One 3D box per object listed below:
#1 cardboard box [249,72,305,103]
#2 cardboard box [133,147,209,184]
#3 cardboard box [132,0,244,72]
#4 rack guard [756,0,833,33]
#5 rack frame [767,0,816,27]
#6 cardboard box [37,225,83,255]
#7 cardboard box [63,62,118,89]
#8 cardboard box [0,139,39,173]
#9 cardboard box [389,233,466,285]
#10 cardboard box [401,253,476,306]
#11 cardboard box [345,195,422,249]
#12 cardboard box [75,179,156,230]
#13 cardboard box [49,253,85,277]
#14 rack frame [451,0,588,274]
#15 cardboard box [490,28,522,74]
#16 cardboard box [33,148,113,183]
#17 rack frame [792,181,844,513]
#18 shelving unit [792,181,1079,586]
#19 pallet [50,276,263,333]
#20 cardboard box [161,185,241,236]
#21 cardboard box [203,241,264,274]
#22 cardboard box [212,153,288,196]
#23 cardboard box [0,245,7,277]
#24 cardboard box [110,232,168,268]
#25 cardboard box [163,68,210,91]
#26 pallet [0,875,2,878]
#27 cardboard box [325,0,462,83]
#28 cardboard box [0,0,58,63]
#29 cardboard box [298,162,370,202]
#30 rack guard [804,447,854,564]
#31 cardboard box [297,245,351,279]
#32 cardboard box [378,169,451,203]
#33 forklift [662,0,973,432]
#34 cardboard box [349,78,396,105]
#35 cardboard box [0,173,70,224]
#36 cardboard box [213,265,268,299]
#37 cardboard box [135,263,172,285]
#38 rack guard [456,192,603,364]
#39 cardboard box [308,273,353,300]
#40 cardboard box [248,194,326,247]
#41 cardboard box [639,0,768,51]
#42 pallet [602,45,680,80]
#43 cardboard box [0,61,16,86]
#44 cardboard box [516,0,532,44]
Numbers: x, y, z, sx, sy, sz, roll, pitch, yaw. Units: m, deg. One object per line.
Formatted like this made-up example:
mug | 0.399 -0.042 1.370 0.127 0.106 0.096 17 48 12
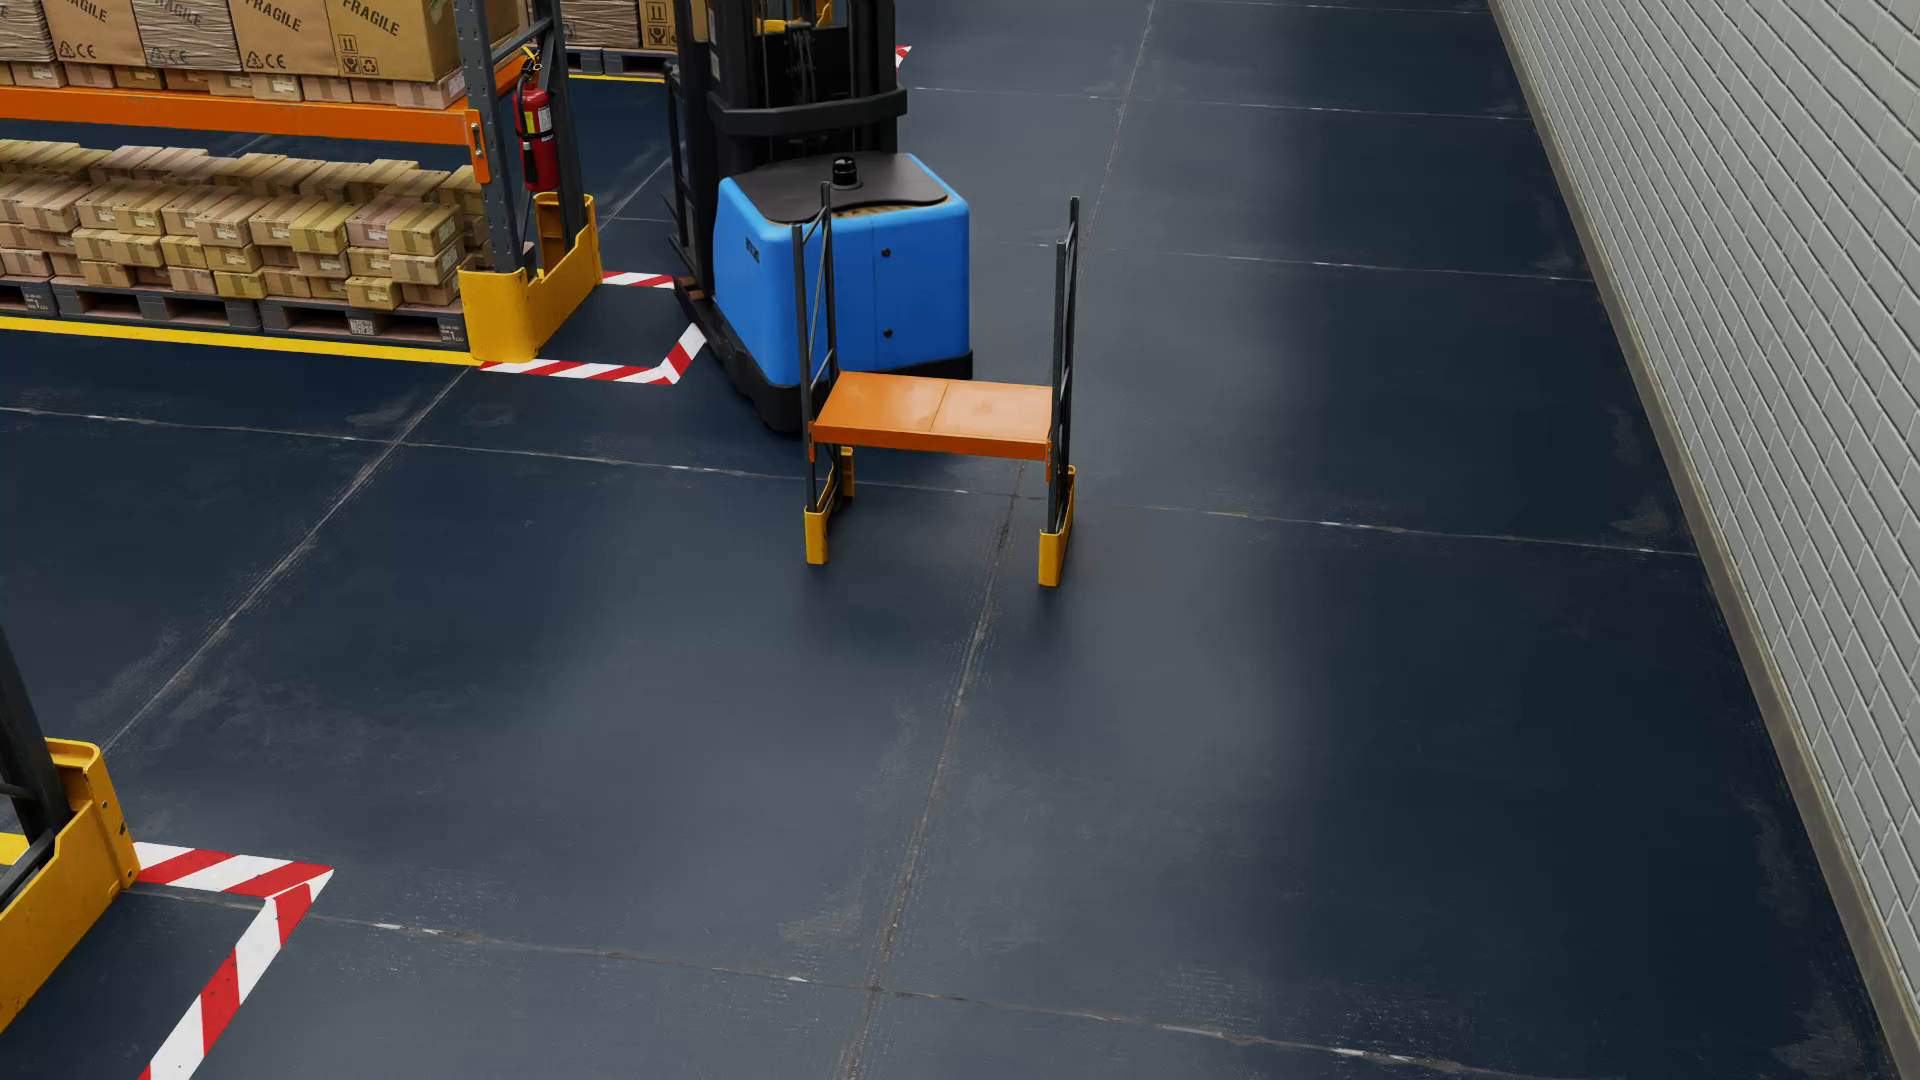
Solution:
cardboard box | -3.369 -2.348 8.411 0.250 0.149 0.380 6 33 10
cardboard box | -4.506 -2.112 9.527 0.250 0.149 0.380 4 32 6
cardboard box | -3.750 -2.669 8.313 0.500 0.500 0.500 5 32 8
rack guard | -1.298 -4.030 13.217 0.348 0.500 1.175 5 32 8
rack frame | -1.322 -5.091 12.557 0.127 3.000 1.000 5 32 8
cardboard box | -4.852 -1.718 9.179 0.250 0.149 0.380 7 33 10
cardboard box | -4.396 -2.469 8.604 0.250 0.149 0.380 6 33 10
cardboard box | -5.546 -2.187 9.648 0.250 0.149 0.380 6 32 9
cardboard box | -2.824 -1.500 8.830 0.250 0.149 0.380 4 32 7
cardboard box | -2.810 -1.414 8.973 0.250 0.149 0.380 6 32 9
cardboard box | -3.058 -1.695 8.862 0.250 0.149 0.380 6 33 9
cardboard box | -4.595 -1.836 9.086 0.250 0.149 0.380 4 32 6
cardboard box | -4.848 -1.611 9.288 0.250 0.149 0.380 4 32 6
rack frame | -2.256 -2.506 8.427 0.127 3.000 1.000 5 32 8
cardboard box | -2.520 -2.600 8.814 0.250 0.149 0.380 5 32 8
cardboard box | -5.057 -2.105 9.516 0.250 0.149 0.380 6 33 10
rack frame | -0.585 -0.689 6.937 0.032 1.500 0.500 5 32 8
shelving unit | -0.075 -0.643 6.863 1.083 1.500 0.587 5 32 8
pallet | -4.325 -1.532 9.499 1.213 0.211 1.003 5 32 8
cardboard box | -4.095 -1.785 9.004 0.250 0.149 0.380 4 32 7
cardboard box | -3.849 -1.585 8.966 0.250 0.149 0.380 6 32 9
cardboard box | -4.016 -2.060 9.444 0.250 0.149 0.380 6 32 9
cardboard box | -5.378 -1.614 9.292 0.250 0.149 0.380 5 32 8
cardboard box | -4.375 -1.627 9.034 0.250 0.149 0.380 5 32 9
cardboard box | -3.880 -2.442 8.561 0.250 0.149 0.380 4 32 6
pallet | -3.790 1.243 5.065 1.213 0.211 1.003 5 32 8
cardboard box | -2.742 -2.580 8.171 0.500 0.500 0.500 6 33 9
cardboard box | -4.774 -2.752 8.444 0.500 0.500 0.500 5 32 7
cardboard box | -3.492 -1.983 9.321 0.250 0.149 0.380 4 32 6
rack guard | -0.566 -0.157 7.266 0.087 0.250 0.587 5 32 8
cardboard box | -3.337 -1.545 8.902 0.250 0.149 0.380 4 32 6
cardboard box | -3.007 -1.914 9.212 0.250 0.149 0.380 6 33 9
forklift | -0.959 -2.529 8.529 1.130 2.935 3.031 -12 34 -18
cardboard box | -2.864 -2.323 8.371 0.250 0.149 0.380 5 32 8
cardboard box | -5.114 -1.882 9.160 0.250 0.149 0.380 4 32 7
cardboard box | -3.834 -1.458 9.043 0.250 0.149 0.380 4 32 6
cardboard box | -4.337 -1.554 9.197 0.250 0.149 0.380 6 33 10
rack guard | -2.331 -1.454 9.101 0.348 0.500 1.175 5 32 8
cardboard box | -3.326 -1.452 9.034 0.250 0.149 0.380 5 32 8
cardboard box | -3.580 -1.708 8.882 0.250 0.149 0.380 4 32 6
cardboard box | -1.966 -4.384 13.034 0.875 0.875 0.875 5 32 8
pallet | -2.123 -3.940 13.345 1.213 0.211 1.003 5 32 8
cardboard box | -4.931 -2.496 8.647 0.250 0.149 0.380 6 33 9
cardboard box | -3.741 -4.545 13.290 0.875 0.875 0.875 5 32 8
